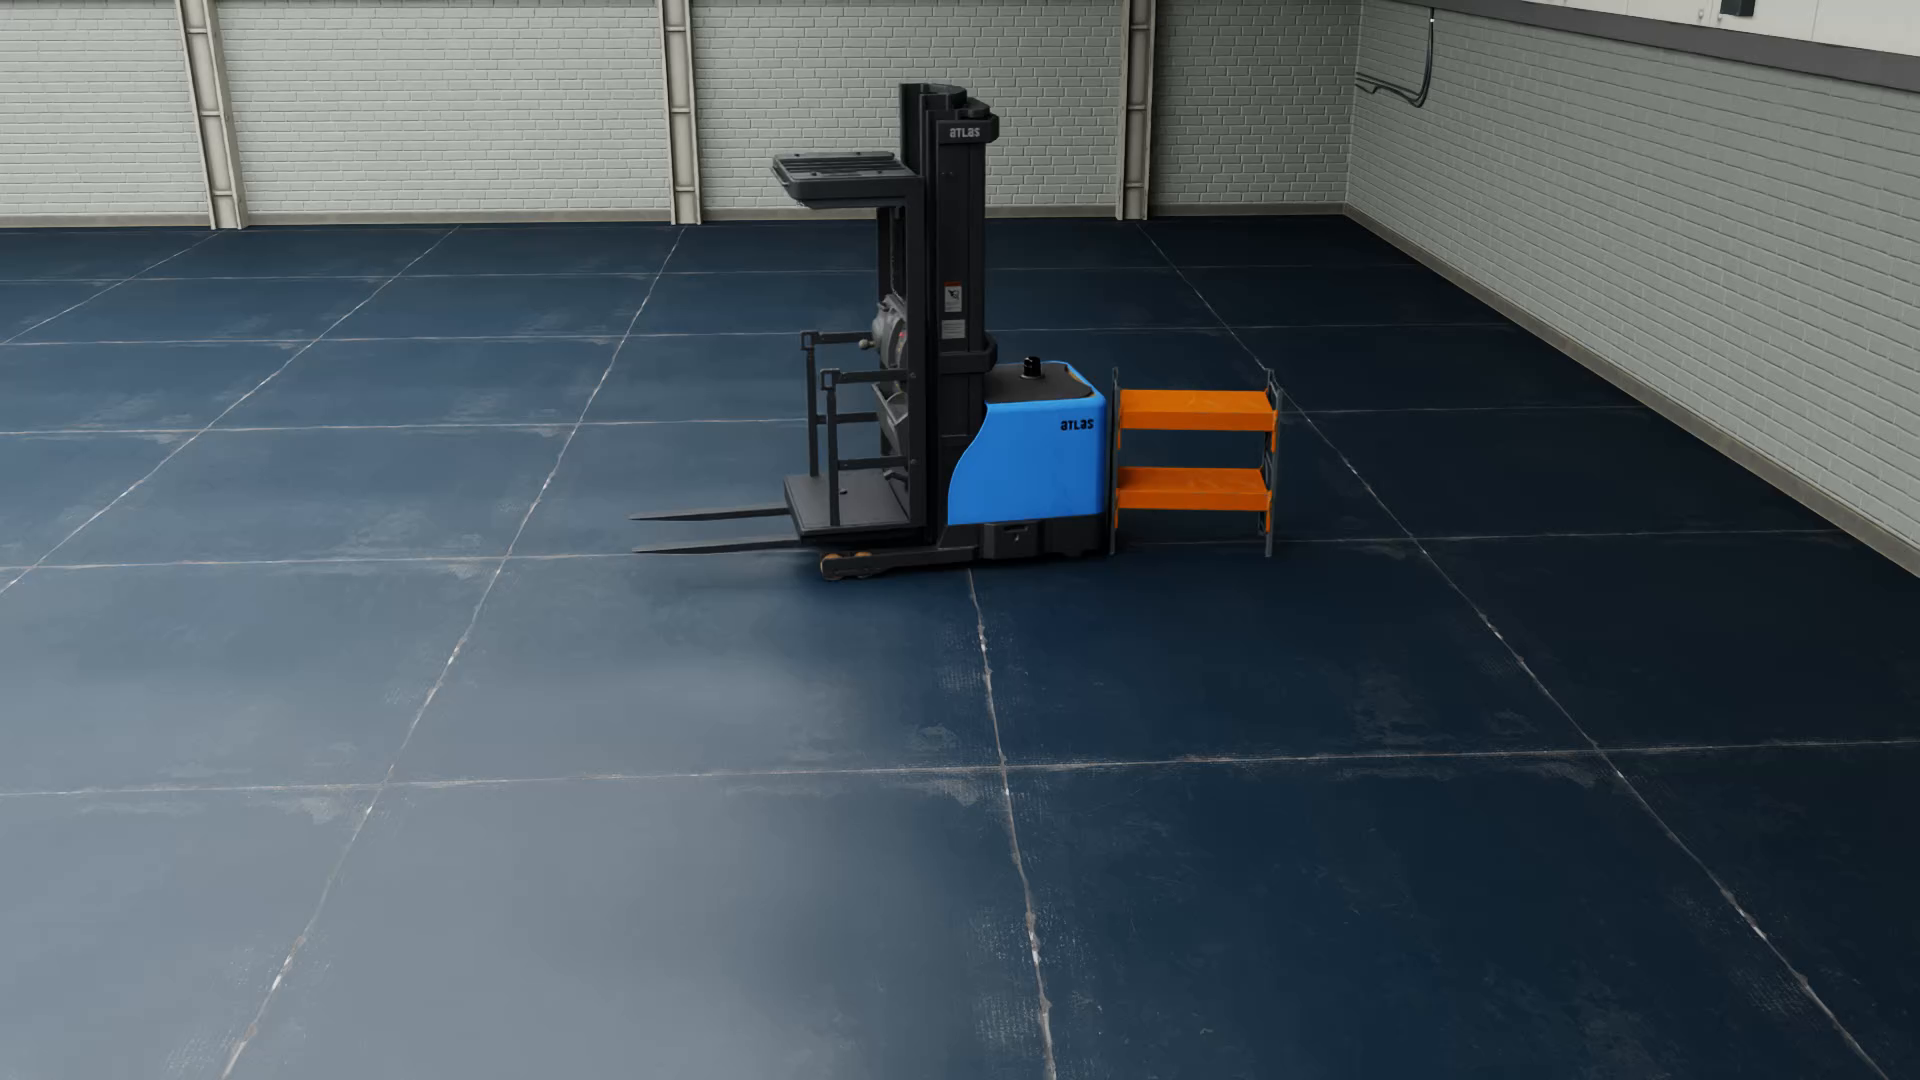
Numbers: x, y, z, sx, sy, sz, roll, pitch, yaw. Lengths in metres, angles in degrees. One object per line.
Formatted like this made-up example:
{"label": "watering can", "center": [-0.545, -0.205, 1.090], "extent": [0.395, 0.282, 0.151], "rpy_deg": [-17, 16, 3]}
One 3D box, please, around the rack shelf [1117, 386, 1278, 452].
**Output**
{"label": "rack shelf", "center": [1.518, -0.787, 10.784], "extent": [1.000, 0.278, 0.538], "rpy_deg": [1, 21, 3]}

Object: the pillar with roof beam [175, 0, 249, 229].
{"label": "pillar with roof beam", "center": [-9.403, -6.817, 16.380], "extent": [0.400, 9.000, 9.100], "rpy_deg": [-1, 21, -3]}

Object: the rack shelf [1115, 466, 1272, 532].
{"label": "rack shelf", "center": [1.518, -0.285, 10.975], "extent": [1.000, 0.278, 0.538], "rpy_deg": [1, 21, 3]}

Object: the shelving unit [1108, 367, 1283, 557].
{"label": "shelving unit", "center": [1.518, -0.513, 10.888], "extent": [1.048, 1.125, 0.538], "rpy_deg": [1, 21, 3]}

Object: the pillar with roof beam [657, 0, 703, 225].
{"label": "pillar with roof beam", "center": [-3.413, -6.939, 16.700], "extent": [0.400, 9.000, 9.100], "rpy_deg": [-1, 21, -3]}

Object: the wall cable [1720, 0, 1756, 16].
{"label": "wall cable", "center": [5.874, -6.397, 10.497], "extent": [0.169, 6.003, 2.305], "rpy_deg": [-1, 21, -3]}

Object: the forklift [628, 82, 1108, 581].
{"label": "forklift", "center": [-0.625, -1.318, 10.462], "extent": [3.031, 2.935, 1.130], "rpy_deg": [-4, 21, -11]}

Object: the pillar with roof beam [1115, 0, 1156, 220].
{"label": "pillar with roof beam", "center": [2.577, -7.061, 17.021], "extent": [0.400, 9.000, 9.100], "rpy_deg": [-1, 21, -3]}

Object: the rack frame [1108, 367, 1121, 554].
{"label": "rack frame", "center": [1.010, -0.523, 10.913], "extent": [0.032, 1.125, 0.500], "rpy_deg": [1, 21, 3]}

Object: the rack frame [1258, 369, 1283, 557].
{"label": "rack frame", "center": [2.025, -0.504, 10.864], "extent": [0.032, 1.125, 0.500], "rpy_deg": [1, 21, 3]}

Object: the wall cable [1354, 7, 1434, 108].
{"label": "wall cable", "center": [5.348, -6.729, 20.513], "extent": [0.112, 2.526, 3.097], "rpy_deg": [-1, 21, -3]}
